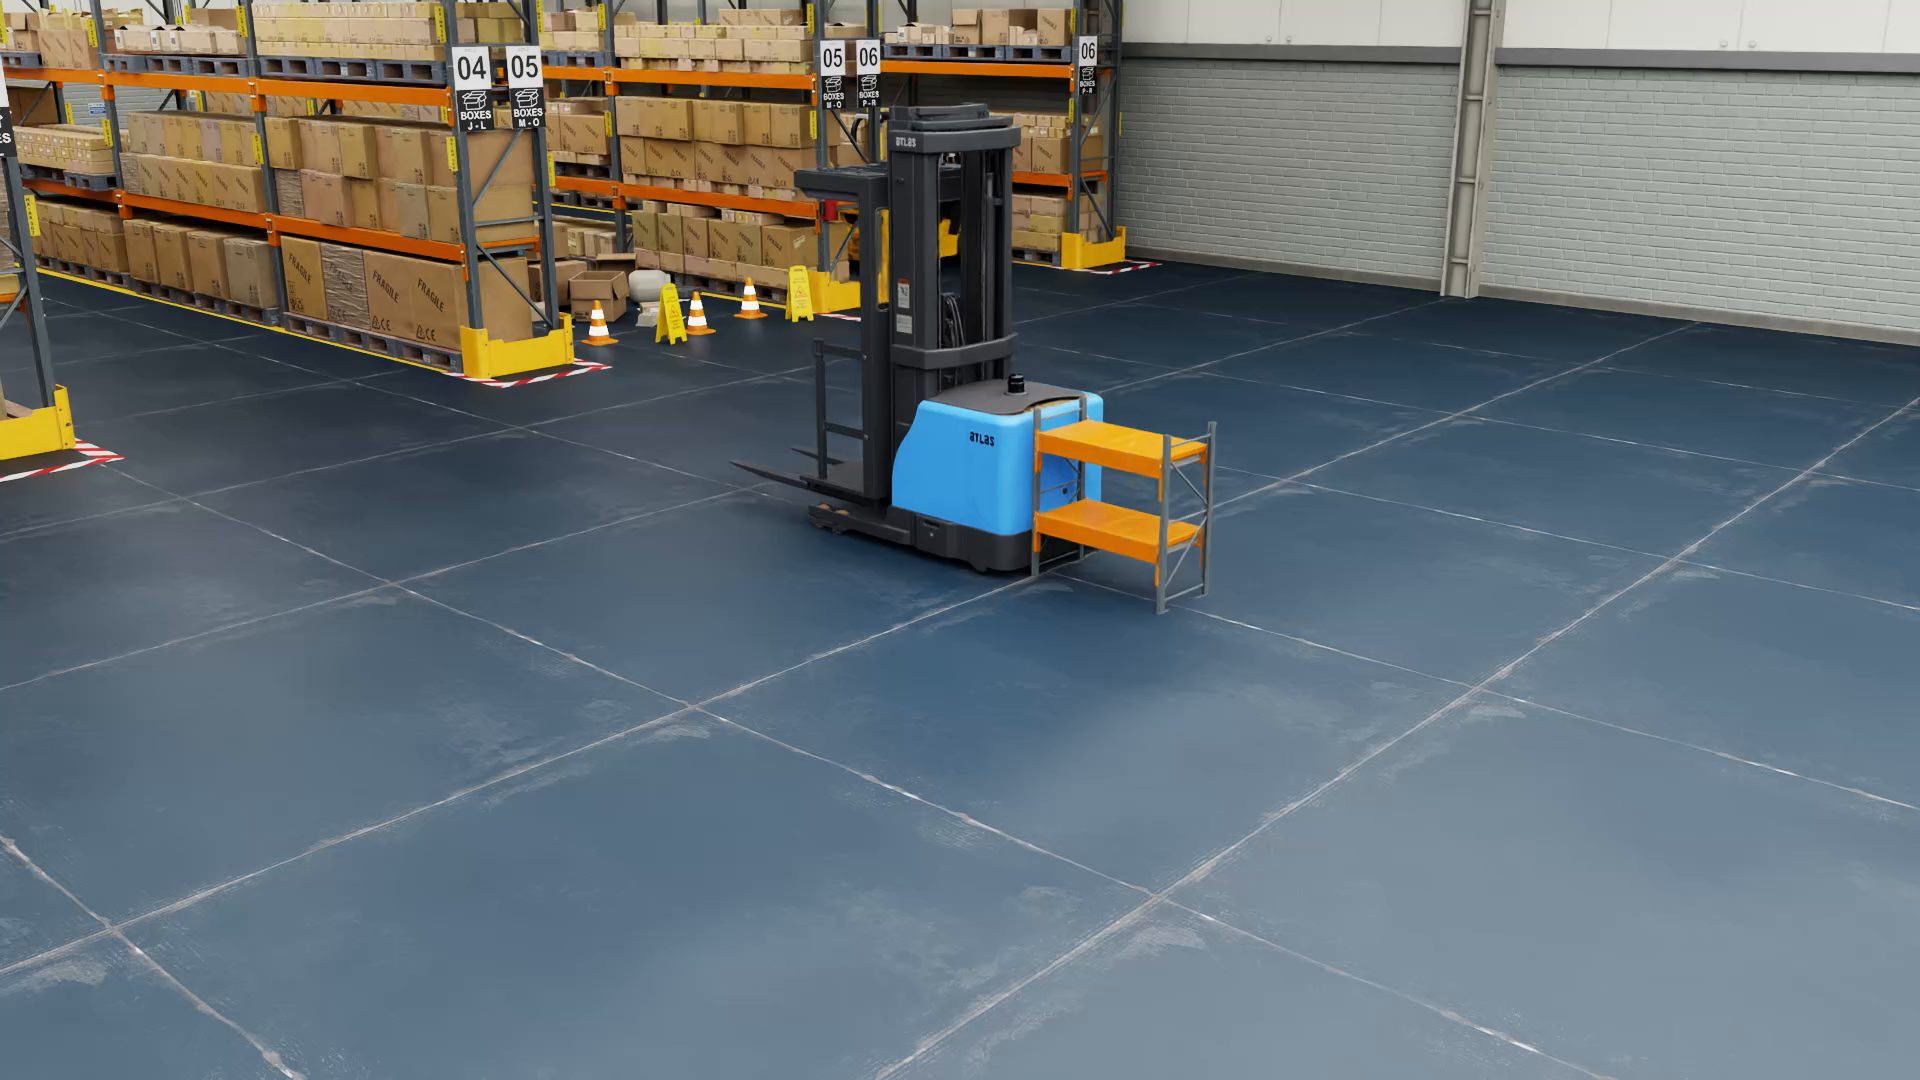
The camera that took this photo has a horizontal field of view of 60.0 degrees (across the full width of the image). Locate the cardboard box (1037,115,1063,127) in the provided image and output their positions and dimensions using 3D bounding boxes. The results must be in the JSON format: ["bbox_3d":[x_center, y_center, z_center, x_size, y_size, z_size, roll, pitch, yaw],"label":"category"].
[{"bbox_3d":[1.321,-6.040,23.954,0.250,0.149,0.380,15,23,39],"label":"cardboard box"}]

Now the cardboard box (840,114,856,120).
[{"bbox_3d":[-1.814,-6.761,26.720,0.250,0.149,0.380,15,23,39],"label":"cardboard box"}]

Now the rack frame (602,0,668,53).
[{"bbox_3d":[-4.350,-8.013,21.984,0.127,3.000,1.000,15,23,39],"label":"rack frame"}]

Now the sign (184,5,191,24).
[{"bbox_3d":[-13.698,-9.323,29.494,0.005,0.325,0.100,15,23,39],"label":"sign"}]

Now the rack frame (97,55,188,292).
[{"bbox_3d":[-10.552,-4.817,21.830,0.127,3.000,1.000,15,23,39],"label":"rack frame"}]

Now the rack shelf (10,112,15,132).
[{"bbox_3d":[-9.432,-3.597,14.217,4.000,0.370,1.077,15,23,39],"label":"rack shelf"}]

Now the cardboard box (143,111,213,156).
[{"bbox_3d":[-9.843,-5.147,21.053,0.500,0.500,0.700,15,23,38],"label":"cardboard box"}]

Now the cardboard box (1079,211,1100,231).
[{"bbox_3d":[1.720,-4.744,24.624,0.500,0.250,0.500,16,23,40],"label":"cardboard box"}]

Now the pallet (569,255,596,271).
[{"bbox_3d":[-4.933,-3.981,23.805,1.213,0.211,1.003,15,23,39],"label":"pallet"}]

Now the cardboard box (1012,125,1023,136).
[{"bbox_3d":[0.947,-6.000,24.322,0.250,0.149,0.380,15,23,39],"label":"cardboard box"}]

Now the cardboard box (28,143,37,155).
[{"bbox_3d":[-12.569,-5.396,22.886,0.250,0.149,0.380,15,23,38],"label":"cardboard box"}]

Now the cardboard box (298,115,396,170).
[{"bbox_3d":[-6.818,-4.434,18.590,0.550,0.550,0.875,15,23,39],"label":"cardboard box"}]

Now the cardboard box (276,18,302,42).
[{"bbox_3d":[-7.002,-5.499,17.917,0.500,0.250,0.500,15,23,39],"label":"cardboard box"}]

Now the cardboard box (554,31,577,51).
[{"bbox_3d":[-5.258,-6.899,22.987,0.500,0.250,0.500,15,23,40],"label":"cardboard box"}]

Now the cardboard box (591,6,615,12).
[{"bbox_3d":[-6.547,-9.689,30.604,0.258,0.266,0.396,15,23,39],"label":"cardboard box"}]

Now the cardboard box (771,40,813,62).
[{"bbox_3d":[-1.920,-5.892,20.017,0.500,0.250,0.500,15,23,39],"label":"cardboard box"}]

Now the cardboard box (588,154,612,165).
[{"bbox_3d":[-4.918,-5.275,22.995,0.250,0.149,0.380,15,23,40],"label":"cardboard box"}]

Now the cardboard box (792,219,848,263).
[{"bbox_3d":[-1.796,-3.827,21.322,0.500,0.500,0.500,14,22,37],"label":"cardboard box"}]

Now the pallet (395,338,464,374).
[{"bbox_3d":[-5.218,-2.024,17.640,1.213,0.211,1.003,15,23,39],"label":"pallet"}]

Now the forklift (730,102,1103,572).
[{"bbox_3d":[-0.440,-1.545,11.633,3.031,2.935,1.130,16,24,41],"label":"forklift"}]

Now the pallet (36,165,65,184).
[{"bbox_3d":[-12.059,-5.113,23.082,1.213,0.211,1.003,15,23,39],"label":"pallet"}]

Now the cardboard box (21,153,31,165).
[{"bbox_3d":[-12.781,-5.310,23.105,0.250,0.149,0.380,14,22,37],"label":"cardboard box"}]

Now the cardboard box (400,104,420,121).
[{"bbox_3d":[-8.291,-6.627,25.716,0.500,0.500,0.500,16,23,40],"label":"cardboard box"}]

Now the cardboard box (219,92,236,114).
[{"bbox_3d":[-12.764,-7.824,29.489,0.500,0.500,0.500,14,23,38],"label":"cardboard box"}]

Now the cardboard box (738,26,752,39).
[{"bbox_3d":[-2.511,-6.263,20.524,0.250,0.149,0.380,15,23,39],"label":"cardboard box"}]

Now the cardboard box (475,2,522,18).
[{"bbox_3d":[-4.606,-5.287,16.591,0.250,0.149,0.380,15,23,40],"label":"cardboard box"}]

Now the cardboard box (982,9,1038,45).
[{"bbox_3d":[0.741,-7.461,24.180,0.500,0.500,0.700,15,23,40],"label":"cardboard box"}]

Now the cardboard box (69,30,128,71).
[{"bbox_3d":[-11.147,-6.351,21.541,0.500,0.500,0.500,15,23,39],"label":"cardboard box"}]

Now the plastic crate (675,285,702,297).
[{"bbox_3d":[-3.720,-3.261,21.756,0.583,0.080,0.402,7,19,21],"label":"plastic crate"}]

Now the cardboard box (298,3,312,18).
[{"bbox_3d":[-6.749,-5.597,17.568,0.250,0.149,0.380,15,23,40],"label":"cardboard box"}]

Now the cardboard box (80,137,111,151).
[{"bbox_3d":[-11.223,-5.175,21.698,0.250,0.149,0.380,14,22,37],"label":"cardboard box"}]

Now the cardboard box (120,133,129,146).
[{"bbox_3d":[-11.152,-5.421,22.471,0.250,0.149,0.380,15,23,39],"label":"cardboard box"}]

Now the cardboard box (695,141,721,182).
[{"bbox_3d":[-3.057,-4.895,21.421,0.500,0.500,0.500,15,23,40],"label":"cardboard box"}]

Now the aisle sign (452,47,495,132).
[{"bbox_3d":[-4.714,-4.367,16.116,0.004,0.787,0.394,15,23,39],"label":"aisle sign"}]

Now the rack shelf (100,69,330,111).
[{"bbox_3d":[-9.056,-5.502,20.219,4.000,0.370,1.077,15,23,39],"label":"rack shelf"}]

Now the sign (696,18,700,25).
[{"bbox_3d":[-4.411,-8.634,28.046,0.005,0.325,0.100,15,23,39],"label":"sign"}]

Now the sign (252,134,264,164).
[{"bbox_3d":[-7.913,-4.403,18.743,0.005,0.325,0.100,15,23,39],"label":"sign"}]

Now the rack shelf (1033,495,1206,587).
[{"bbox_3d":[1.015,-0.007,10.581,1.000,0.278,0.538,16,24,41],"label":"rack shelf"}]

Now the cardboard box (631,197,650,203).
[{"bbox_3d":[-5.670,-6.433,30.361,0.500,0.500,0.500,14,22,37],"label":"cardboard box"}]

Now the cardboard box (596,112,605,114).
[{"bbox_3d":[-4.885,-5.803,23.586,0.500,0.500,0.500,15,23,39],"label":"cardboard box"}]

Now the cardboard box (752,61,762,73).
[{"bbox_3d":[-2.340,-5.838,20.506,0.250,0.149,0.380,15,23,40],"label":"cardboard box"}]

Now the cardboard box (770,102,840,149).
[{"bbox_3d":[-1.885,-5.070,20.317,0.500,0.500,0.700,14,23,38],"label":"cardboard box"}]

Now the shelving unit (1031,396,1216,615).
[{"bbox_3d":[1.015,-0.240,10.507,1.048,1.125,0.538,16,24,41],"label":"shelving unit"}]

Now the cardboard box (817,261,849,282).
[{"bbox_3d":[-1.778,-3.465,21.421,0.500,0.250,0.500,15,23,39],"label":"cardboard box"}]

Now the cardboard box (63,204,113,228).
[{"bbox_3d":[-11.992,-4.465,22.921,0.500,0.250,0.500,16,23,41],"label":"cardboard box"}]

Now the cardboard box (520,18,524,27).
[{"bbox_3d":[-7.964,-9.769,31.405,0.500,0.250,0.500,15,23,38],"label":"cardboard box"}]

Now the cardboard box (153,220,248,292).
[{"bbox_3d":[-9.500,-3.627,21.106,0.750,0.750,1.050,15,23,40],"label":"cardboard box"}]

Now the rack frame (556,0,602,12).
[{"bbox_3d":[-7.041,-10.743,30.587,0.127,3.000,1.000,15,23,39],"label":"rack frame"}]

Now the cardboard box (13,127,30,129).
[{"bbox_3d":[-13.341,-5.746,23.496,0.250,0.149,0.380,16,24,41],"label":"cardboard box"}]

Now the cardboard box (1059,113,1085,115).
[{"bbox_3d":[1.667,-6.156,24.322,0.250,0.149,0.380,16,24,41],"label":"cardboard box"}]

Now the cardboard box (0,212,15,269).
[{"bbox_3d":[-8.329,-2.414,13.604,0.500,0.500,0.875,15,23,39],"label":"cardboard box"}]

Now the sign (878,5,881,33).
[{"bbox_3d":[-0.998,-6.320,20.162,0.005,0.325,0.100,15,23,39],"label":"sign"}]

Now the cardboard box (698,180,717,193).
[{"bbox_3d":[-3.169,-4.595,21.546,0.250,0.149,0.380,15,23,39],"label":"cardboard box"}]

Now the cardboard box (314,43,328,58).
[{"bbox_3d":[-6.559,-5.166,17.528,0.250,0.149,0.380,15,23,39],"label":"cardboard box"}]
